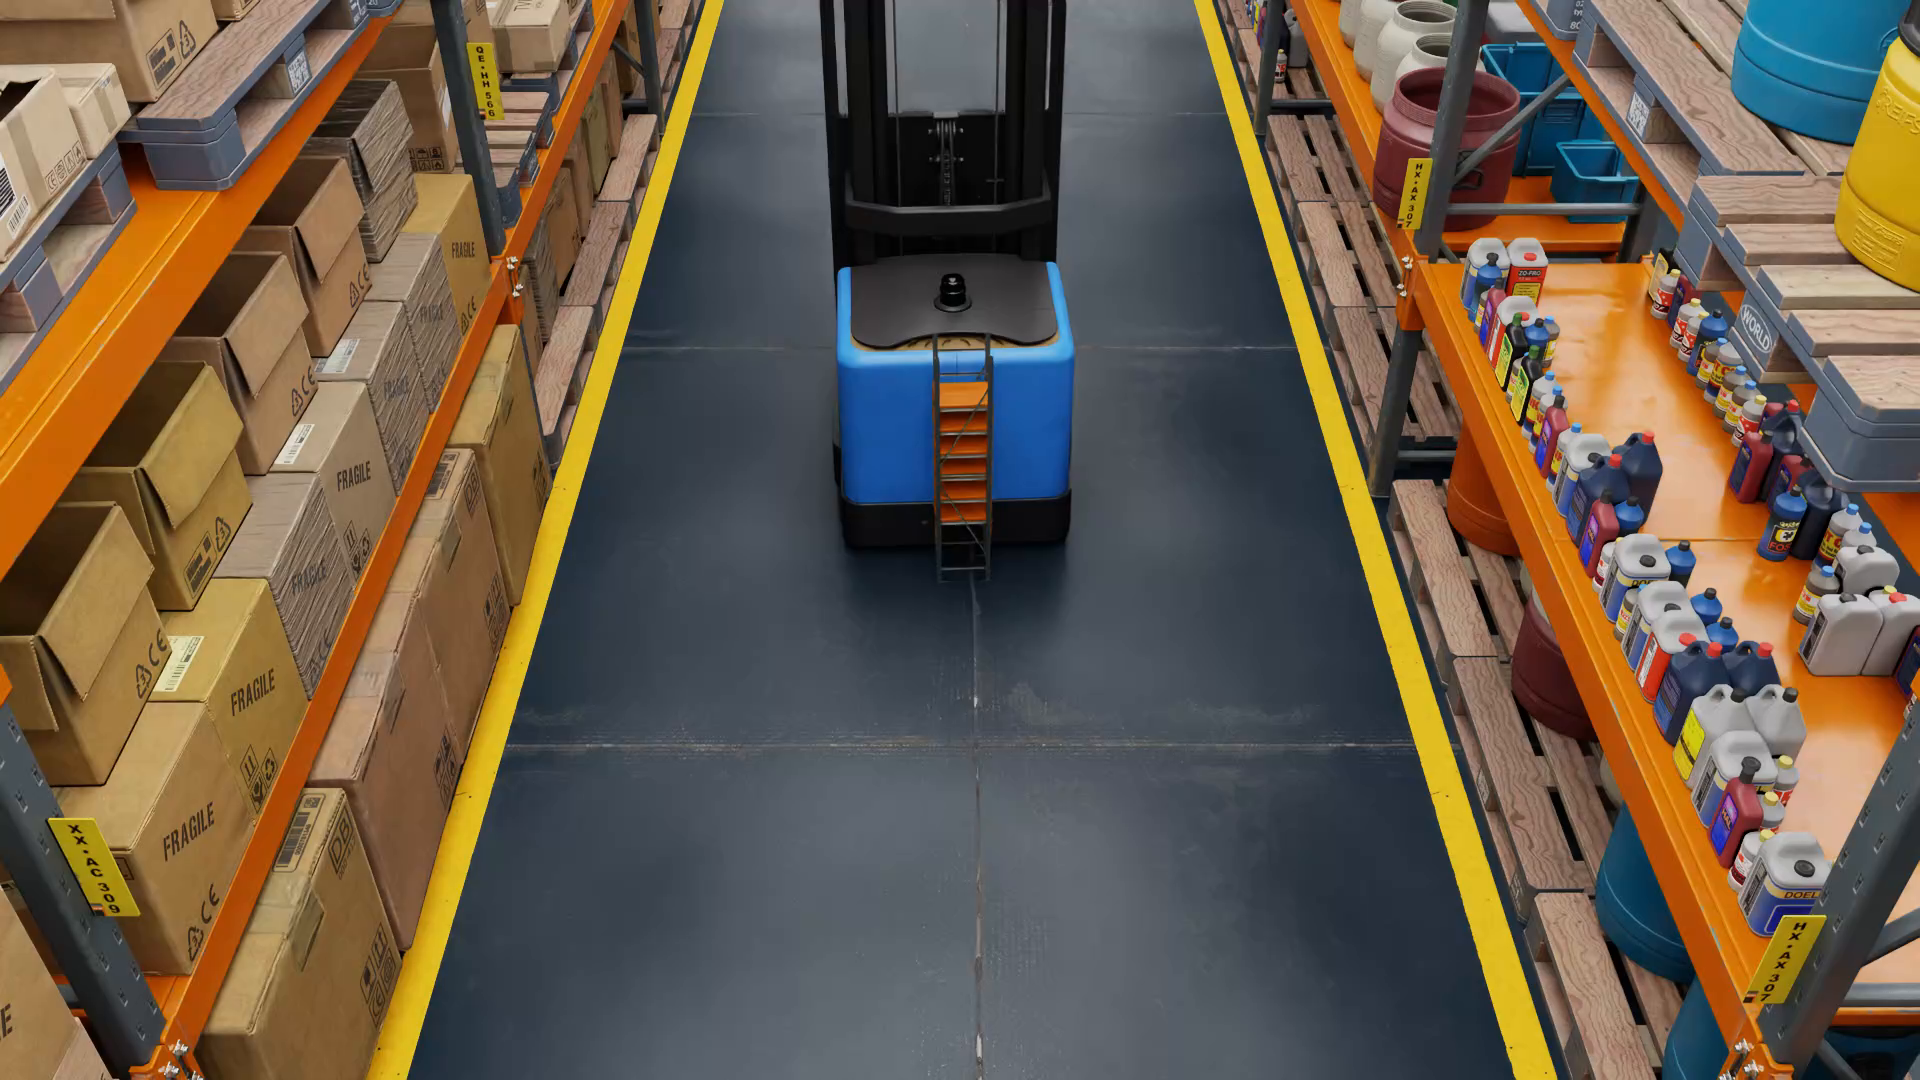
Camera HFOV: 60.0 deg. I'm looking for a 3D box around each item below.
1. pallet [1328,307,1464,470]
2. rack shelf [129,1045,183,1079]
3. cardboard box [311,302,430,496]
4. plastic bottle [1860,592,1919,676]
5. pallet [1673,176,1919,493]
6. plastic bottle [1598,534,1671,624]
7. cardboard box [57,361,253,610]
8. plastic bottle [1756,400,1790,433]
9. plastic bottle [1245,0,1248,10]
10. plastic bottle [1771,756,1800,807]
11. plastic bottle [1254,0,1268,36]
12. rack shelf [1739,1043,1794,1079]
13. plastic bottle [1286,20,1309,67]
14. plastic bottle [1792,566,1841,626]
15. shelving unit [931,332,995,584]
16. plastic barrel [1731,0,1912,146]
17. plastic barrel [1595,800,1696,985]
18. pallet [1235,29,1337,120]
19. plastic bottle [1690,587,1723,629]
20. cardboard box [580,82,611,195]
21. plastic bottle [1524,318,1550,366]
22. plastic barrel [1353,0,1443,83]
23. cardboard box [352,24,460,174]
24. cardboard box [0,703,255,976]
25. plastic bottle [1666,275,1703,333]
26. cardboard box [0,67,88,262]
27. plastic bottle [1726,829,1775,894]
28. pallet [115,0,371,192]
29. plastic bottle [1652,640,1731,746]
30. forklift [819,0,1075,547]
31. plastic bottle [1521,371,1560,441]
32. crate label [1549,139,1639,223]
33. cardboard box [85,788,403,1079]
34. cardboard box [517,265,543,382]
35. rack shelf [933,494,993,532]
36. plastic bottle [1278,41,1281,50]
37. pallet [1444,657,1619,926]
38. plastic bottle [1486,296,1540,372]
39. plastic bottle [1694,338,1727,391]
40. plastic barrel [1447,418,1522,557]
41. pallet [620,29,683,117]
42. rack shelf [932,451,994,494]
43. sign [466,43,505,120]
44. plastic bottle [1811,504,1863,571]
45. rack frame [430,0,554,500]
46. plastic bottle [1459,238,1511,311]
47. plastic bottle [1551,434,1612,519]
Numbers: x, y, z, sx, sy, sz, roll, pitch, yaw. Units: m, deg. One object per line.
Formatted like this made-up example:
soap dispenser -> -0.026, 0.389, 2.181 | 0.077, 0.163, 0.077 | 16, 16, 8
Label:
pallet -> 2.514, -0.803, 8.583 | 1.003, 0.211, 1.213 | 0, 39, 0
rack shelf -> -2.470, 2.630, 2.645 | 1.077, 0.370, 4.000 | 0, 39, 0
cardboard box -> -2.230, -0.497, 5.892 | 0.500, 0.500, 0.500 | -1, 39, -2
plastic bottle -> 2.860, 0.275, 5.108 | 0.152, 0.276, 0.135 | 0, 39, 0
pallet -> 2.382, -0.492, 3.718 | 1.213, 0.211, 1.003 | 0, 39, 0
plastic bottle -> 2.156, 0.124, 5.296 | 0.152, 0.276, 0.135 | 0, 39, 0
cardboard box -> -2.470, -0.161, 4.670 | 0.797, 0.503, 0.637 | 0, 39, 0
plastic bottle -> 2.904, -0.394, 5.936 | 0.061, 0.283, 0.133 | 0, 39, 0
plastic bottle -> 2.158, -4.016, 12.249 | 0.097, 0.201, 0.097 | 0, 39, 0
plastic bottle -> 2.281, 0.686, 4.654 | 0.097, 0.201, 0.097 | 0, 39, 0
plastic bottle -> 2.182, -3.770, 11.823 | 0.144, 0.351, 0.185 | 0, 39, 0
rack shelf -> 2.483, 2.626, 2.649 | 1.077, 0.370, 4.000 | 0, 39, 0
plastic bottle -> 2.327, -3.449, 11.421 | 0.144, 0.351, 0.185 | 0, 39, 0
plastic bottle -> 2.735, 0.170, 5.298 | 0.097, 0.201, 0.097 | 0, 39, 0
shelving unit -> 0.011, -0.334, 7.207 | 0.258, 1.200, 0.189 | -2, 39, -2
plastic barrel -> 2.326, -1.502, 4.091 | 0.600, 0.901, 0.708 | 0, 39, 0
plastic barrel -> 2.496, 0.967, 5.487 | 0.600, 0.901, 0.708 | 0, 39, 0
pallet -> 2.512, -3.240, 11.624 | 1.003, 0.211, 1.213 | 0, 39, 0
plastic bottle -> 2.281, 0.259, 5.131 | 0.097, 0.271, 0.097 | 0, 39, 0
cardboard box -> -2.521, -2.418, 10.016 | 0.700, 0.500, 0.500 | 0, 39, 0
plastic bottle -> 2.187, -0.724, 6.357 | 0.097, 0.271, 0.097 | 0, 39, 0
plastic barrel -> 2.255, -2.633, 8.528 | 0.433, 0.535, 0.433 | 0, 39, 0
cardboard box -> -2.517, -1.943, 7.361 | 0.500, 0.500, 0.500 | -5, 39, -6
cardboard box -> -2.223, 0.772, 4.309 | 0.500, 0.500, 0.500 | 0, 39, 0
plastic bottle -> 2.903, -0.964, 6.648 | 0.061, 0.283, 0.133 | 0, 39, 0
cardboard box -> -2.384, -0.887, 3.795 | 0.500, 0.311, 0.500 | -1, 39, -2
plastic bottle -> 2.129, 0.854, 4.445 | 0.097, 0.201, 0.097 | 0, 39, 0
pallet -> -2.419, -1.398, 4.848 | 1.003, 0.211, 1.213 | 2, 39, 2
plastic bottle -> 2.152, 0.424, 4.862 | 0.144, 0.351, 0.185 | 0, 39, 0
forklift -> -0.088, -2.016, 7.922 | 1.130, 2.935, 3.031 | -2, 39, -2
plastic bottle -> 2.127, -0.496, 6.073 | 0.097, 0.271, 0.097 | 0, 39, 0
crate label -> 2.850, -1.605, 7.488 | 0.303, 0.233, 0.416 | 0, 39, 0
cardboard box -> -2.493, 1.363, 5.013 | 1.225, 0.875, 0.875 | 0, 39, 0
cardboard box -> -2.498, -1.018, 8.269 | 0.700, 0.500, 0.500 | -2, 39, -2
rack shelf -> 0.011, -0.112, 7.385 | 0.258, 0.103, 0.180 | -2, 39, -2
plastic bottle -> 2.141, -3.320, 11.315 | 0.061, 0.283, 0.133 | 2, 39, 2
pallet -> 2.517, 0.936, 6.414 | 1.003, 0.211, 1.213 | 0, 39, 0
plastic bottle -> 2.154, -0.798, 6.446 | 0.152, 0.276, 0.135 | 0, 39, 0
plastic bottle -> 2.886, -0.677, 6.355 | 0.097, 0.201, 0.097 | 0, 39, 0
plastic barrel -> 2.494, -0.418, 7.272 | 0.600, 0.830, 0.708 | 0, 39, 0
pallet -> -2.518, -3.236, 11.619 | 1.003, 0.211, 1.213 | 0, 39, 0
rack shelf -> 0.011, -0.299, 7.235 | 0.258, 0.103, 0.180 | -2, 39, -2
sign -> -1.922, -1.857, 6.743 | 0.100, 0.325, 0.005 | 0, 39, 0
plastic bottle -> 2.887, -0.002, 5.457 | 0.097, 0.271, 0.097 | 0, 39, 0
rack frame -> -2.477, -1.403, 7.102 | 1.000, 3.000, 0.127 | 0, 39, 0
plastic bottle -> 2.153, -1.087, 6.807 | 0.152, 0.276, 0.135 | 0, 39, 0
plastic bottle -> 2.155, -0.220, 5.725 | 0.152, 0.276, 0.135 | 0, 39, 0
